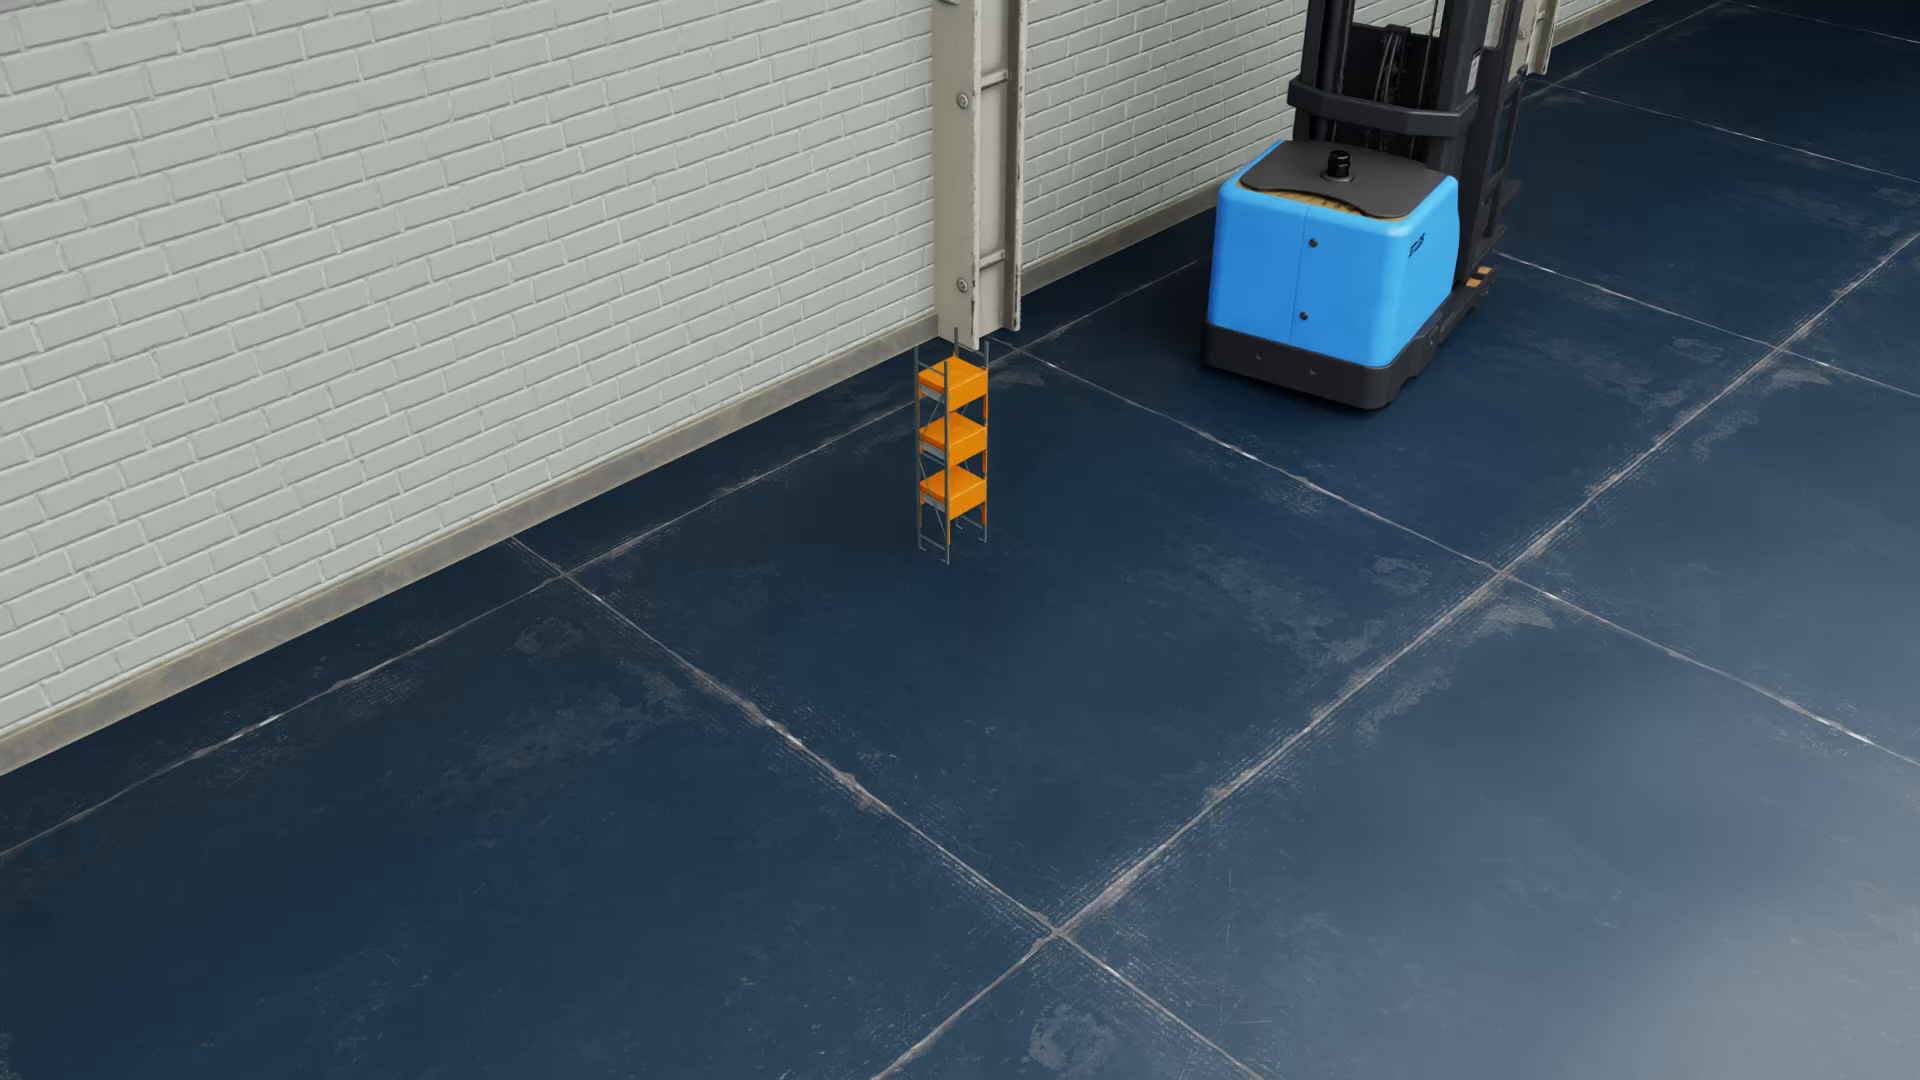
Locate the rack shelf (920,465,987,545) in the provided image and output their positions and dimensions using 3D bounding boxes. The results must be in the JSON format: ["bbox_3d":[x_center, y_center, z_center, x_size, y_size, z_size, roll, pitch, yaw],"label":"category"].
[{"bbox_3d":[-0.038,-0.172,7.584,0.215,0.259,0.240,30,45,35],"label":"rack shelf"}]

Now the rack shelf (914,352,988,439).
[{"bbox_3d":[-0.038,-0.633,7.262,0.215,0.259,0.240,30,45,35],"label":"rack shelf"}]

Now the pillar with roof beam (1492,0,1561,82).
[{"bbox_3d":[7.383,-5.580,7.885,9.100,9.000,0.400,30,45,35],"label":"pillar with roof beam"}]

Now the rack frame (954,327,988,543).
[{"bbox_3d":[0.048,-0.458,7.490,0.200,1.050,0.008,30,45,35],"label":"rack frame"}]

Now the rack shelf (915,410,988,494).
[{"bbox_3d":[-0.038,-0.400,7.425,0.215,0.259,0.240,30,45,35],"label":"rack shelf"}]

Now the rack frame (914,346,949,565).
[{"bbox_3d":[-0.124,-0.359,7.347,0.200,1.050,0.008,30,45,35],"label":"rack frame"}]

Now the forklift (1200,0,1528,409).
[{"bbox_3d":[2.513,-2.688,9.042,1.130,2.935,3.031,20,39,26],"label":"forklift"}]

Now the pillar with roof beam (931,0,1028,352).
[{"bbox_3d":[3.155,-3.144,4.392,9.100,9.000,0.400,30,45,35],"label":"pillar with roof beam"}]

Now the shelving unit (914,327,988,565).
[{"bbox_3d":[-0.038,-0.409,7.419,0.215,1.050,0.252,30,45,35],"label":"shelving unit"}]
